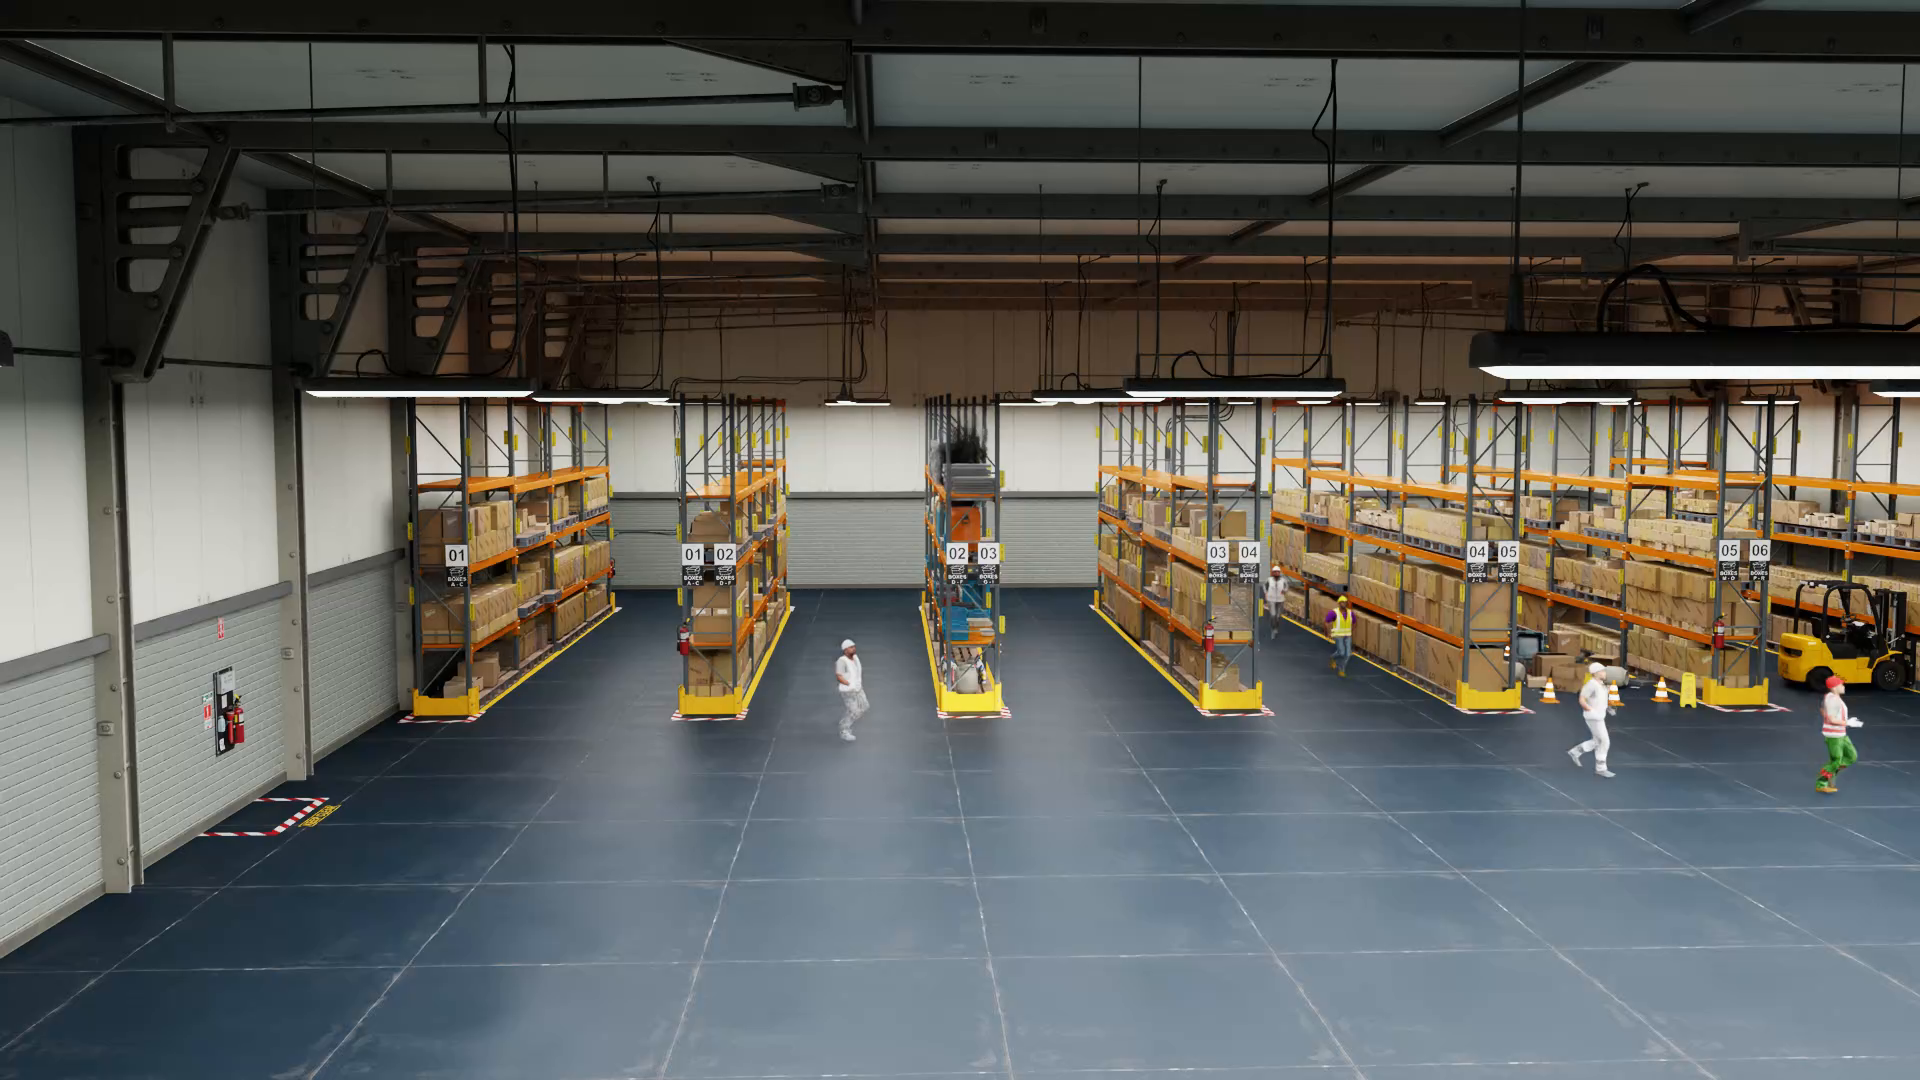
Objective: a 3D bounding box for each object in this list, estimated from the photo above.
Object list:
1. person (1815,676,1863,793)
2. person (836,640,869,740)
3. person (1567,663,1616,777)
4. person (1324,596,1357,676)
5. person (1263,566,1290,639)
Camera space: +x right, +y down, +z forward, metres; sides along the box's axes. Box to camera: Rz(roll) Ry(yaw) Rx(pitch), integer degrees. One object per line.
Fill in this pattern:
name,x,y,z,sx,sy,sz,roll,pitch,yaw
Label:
person,13.048,2.886,24.649,0.614,1.743,0.632,3,5,33
person,-1.860,2.585,28.735,0.525,1.739,0.690,2,5,26
person,9.887,2.792,26.019,0.755,1.771,0.672,3,5,34
person,8.185,2.058,35.614,0.711,1.724,0.583,-1,5,-11
person,7.925,1.555,41.645,0.644,1.823,0.793,0,5,1
